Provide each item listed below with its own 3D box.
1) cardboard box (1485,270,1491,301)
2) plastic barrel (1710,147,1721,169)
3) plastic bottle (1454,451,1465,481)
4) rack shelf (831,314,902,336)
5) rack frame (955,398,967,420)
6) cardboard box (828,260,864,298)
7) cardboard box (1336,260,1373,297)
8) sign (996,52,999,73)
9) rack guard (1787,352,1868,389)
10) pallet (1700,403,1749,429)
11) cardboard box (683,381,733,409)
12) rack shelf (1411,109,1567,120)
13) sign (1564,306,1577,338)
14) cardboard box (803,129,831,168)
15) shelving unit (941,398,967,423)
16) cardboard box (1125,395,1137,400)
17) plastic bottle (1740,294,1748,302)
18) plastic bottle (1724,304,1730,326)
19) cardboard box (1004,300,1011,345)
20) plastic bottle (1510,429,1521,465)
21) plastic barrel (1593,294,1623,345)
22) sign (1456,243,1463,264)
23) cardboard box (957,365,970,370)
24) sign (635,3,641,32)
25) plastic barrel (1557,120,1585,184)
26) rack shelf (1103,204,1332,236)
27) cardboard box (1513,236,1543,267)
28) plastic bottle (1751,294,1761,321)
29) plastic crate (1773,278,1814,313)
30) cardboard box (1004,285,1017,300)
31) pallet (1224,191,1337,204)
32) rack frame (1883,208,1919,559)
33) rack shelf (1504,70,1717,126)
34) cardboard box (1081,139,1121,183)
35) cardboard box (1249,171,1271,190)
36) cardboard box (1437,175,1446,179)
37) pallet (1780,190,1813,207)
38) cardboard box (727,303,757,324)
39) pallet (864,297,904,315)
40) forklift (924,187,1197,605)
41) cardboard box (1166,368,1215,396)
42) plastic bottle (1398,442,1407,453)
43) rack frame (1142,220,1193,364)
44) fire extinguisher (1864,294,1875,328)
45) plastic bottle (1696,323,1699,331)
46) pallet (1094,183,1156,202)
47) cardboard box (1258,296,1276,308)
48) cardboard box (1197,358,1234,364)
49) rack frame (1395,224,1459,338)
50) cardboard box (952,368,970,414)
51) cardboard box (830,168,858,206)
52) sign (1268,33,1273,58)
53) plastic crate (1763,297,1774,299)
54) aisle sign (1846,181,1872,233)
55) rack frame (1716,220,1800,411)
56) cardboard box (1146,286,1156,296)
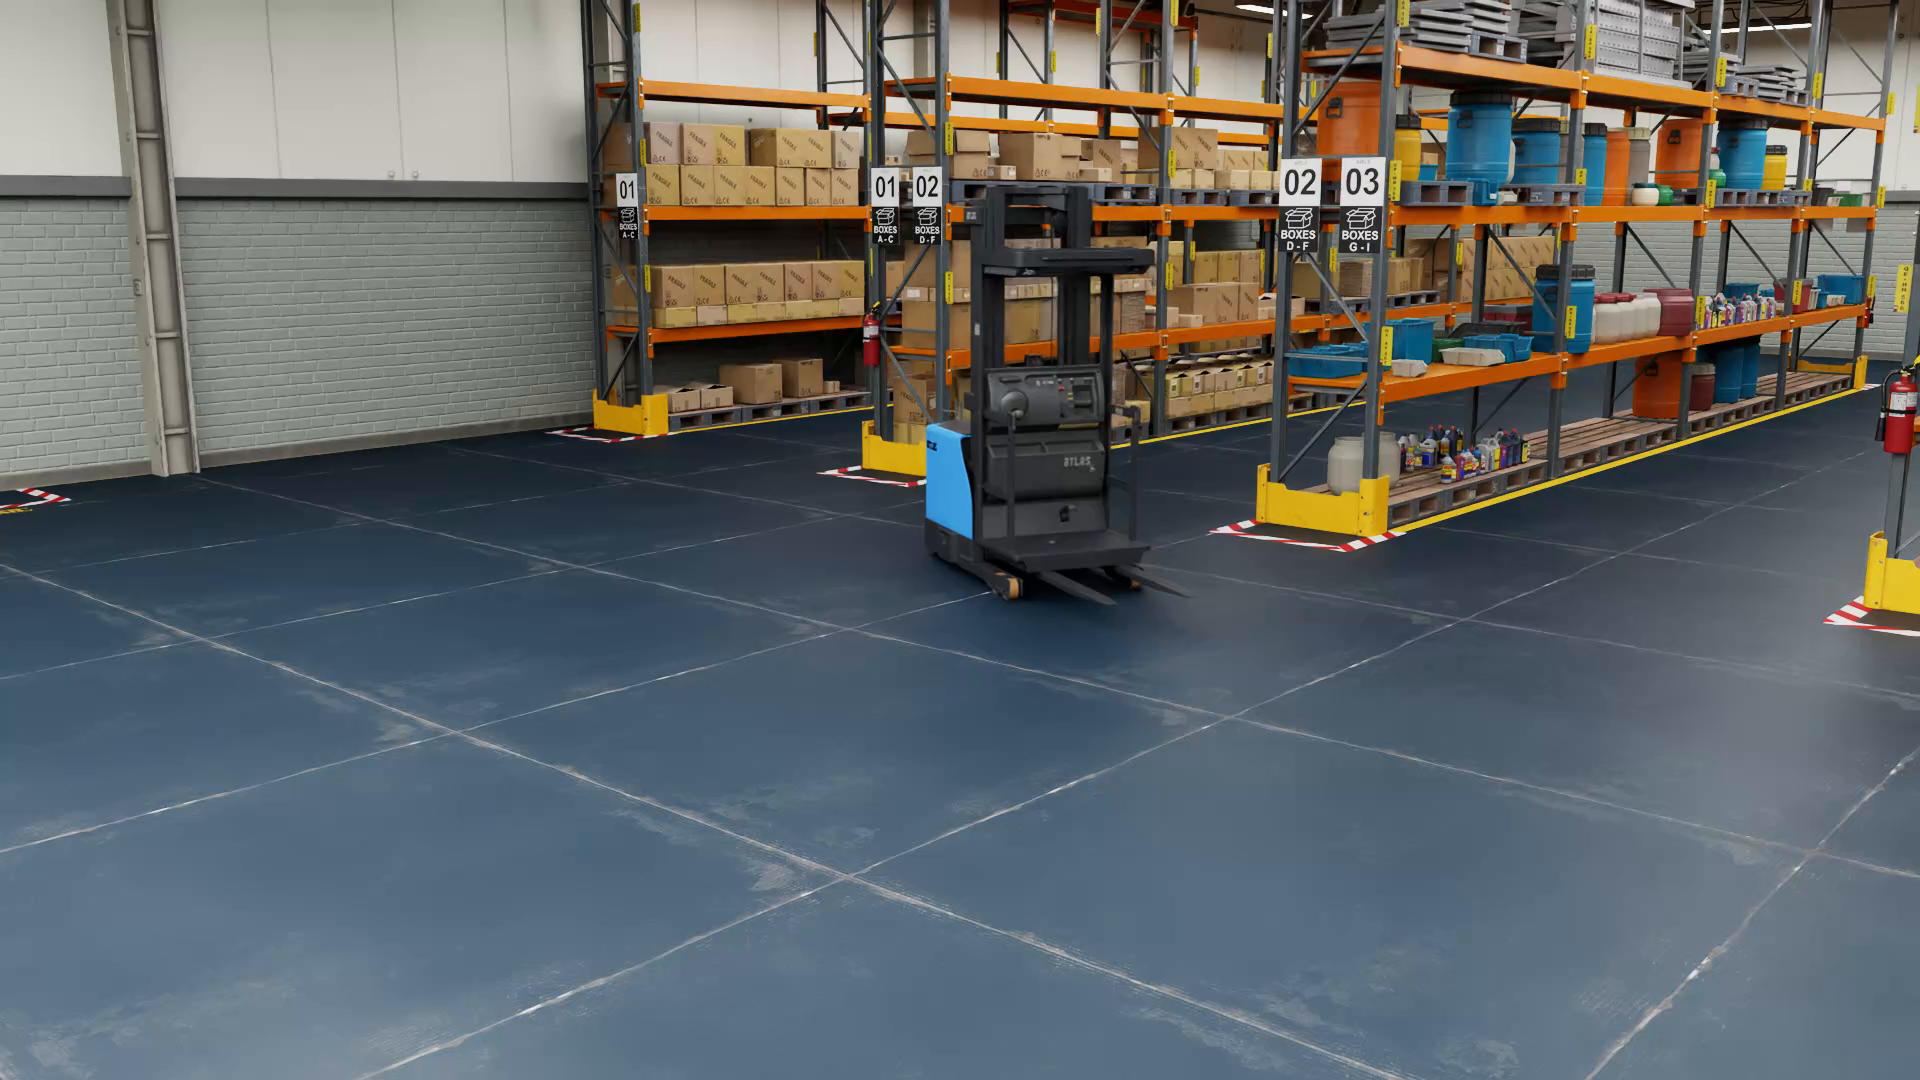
[{"bbox_3d":[8.275,-4.147,27.061,0.500,0.500,0.500,10,15,41],"label":"cardboard box"},{"bbox_3d":[9.533,-4.777,21.392,0.433,0.535,0.433,0,11,0],"label":"plastic barrel"},{"bbox_3d":[4.789,-0.717,15.955,0.061,0.283,0.133,10,15,41],"label":"plastic bottle"},{"bbox_3d":[-0.286,-3.387,25.347,1.077,0.370,4.000,10,15,40],"label":"rack shelf"},{"bbox_3d":[0.051,-0.600,14.150,0.240,1.200,0.006,10,15,40],"label":"rack frame"},{"bbox_3d":[-1.686,-3.640,23.194,0.500,0.500,0.500,10,15,40],"label":"cardboard box"},{"bbox_3d":[5.836,-3.866,24.582,0.500,0.500,0.700,-9,14,-37],"label":"cardboard box"},{"bbox_3d":[0.615,-7.583,26.412,0.100,0.325,0.005,10,15,40],"label":"sign"},{"bbox_3d":[13.763,-2.710,26.501,1.175,0.500,0.348,10,15,40],"label":"rack guard"},{"bbox_3d":[9.770,-1.686,22.112,1.003,0.211,1.213,10,15,40],"label":"pallet"},{"bbox_3d":[-3.346,-1.928,21.948,0.500,0.311,0.500,-11,15,-43],"label":"cardboard box"},{"bbox_3d":[8.718,-6.864,27.449,1.077,0.370,4.000,10,15,40],"label":"rack shelf"},{"bbox_3d":[6.241,-2.228,16.999,0.100,0.325,0.005,10,15,40],"label":"sign"},{"bbox_3d":[-2.089,-5.274,22.442,0.500,0.500,0.500,11,16,43],"label":"cardboard box"},{"bbox_3d":[-0.010,-0.586,14.083,0.258,1.200,0.189,10,15,40],"label":"shelving unit"},{"bbox_3d":[2.173,-1.762,21.321,0.500,0.250,0.500,10,15,40],"label":"cardboard box"},{"bbox_3d":[10.525,-3.131,22.356,0.144,0.351,0.185,10,15,40],"label":"plastic bottle"},{"bbox_3d":[9.801,-2.882,21.279,0.061,0.283,0.133,10,15,40],"label":"plastic bottle"},{"bbox_3d":[0.137,-2.411,18.369,0.700,0.500,0.500,10,15,42],"label":"cardboard box"},{"bbox_3d":[5.627,-0.949,16.946,0.144,0.351,0.185,9,15,39],"label":"plastic bottle"},{"bbox_3d":[7.116,-2.452,18.480,0.433,0.535,0.433,0,11,0],"label":"plastic barrel"},{"bbox_3d":[7.817,-4.479,26.022,0.100,0.325,0.005,10,15,40],"label":"sign"},{"bbox_3d":[-0.136,-2.774,25.699,0.700,0.500,0.500,10,15,40],"label":"cardboard box"},{"bbox_3d":[-3.839,-6.226,19.819,0.100,0.325,0.005,10,15,40],"label":"sign"},{"bbox_3d":[6.440,-4.080,18.044,0.600,0.901,0.600,0,11,0],"label":"plastic barrel"},{"bbox_3d":[3.437,-4.218,21.849,1.077,0.370,4.000,10,15,40],"label":"rack shelf"},{"bbox_3d":[9.618,-4.935,28.453,0.500,0.500,0.500,10,15,42],"label":"cardboard box"},{"bbox_3d":[10.633,-3.113,22.263,0.144,0.351,0.185,10,15,40],"label":"plastic bottle"},{"bbox_3d":[11.894,-3.501,23.766,0.402,0.464,0.583,10,15,40],"label":"plastic crate"},{"bbox_3d":[0.404,-2.727,18.293,0.380,0.149,0.250,9,15,39],"label":"cardboard box"},{"bbox_3d":[4.377,-4.661,22.713,1.213,0.211,1.003,11,16,43],"label":"pallet"},{"bbox_3d":[6.915,-0.936,11.238,1.000,3.000,0.127,10,15,40],"label":"rack frame"},{"bbox_3d":[7.156,-4.852,18.386,1.077,0.370,4.000,10,15,40],"label":"rack shelf"},{"bbox_3d":[1.586,-4.560,20.041,0.500,0.500,0.500,-11,15,-43],"label":"cardboard box"},{"bbox_3d":[3.782,-4.761,22.043,0.500,0.250,0.500,9,15,39],"label":"cardboard box"},{"bbox_3d":[7.906,-5.665,26.362,0.500,0.250,0.500,10,15,40],"label":"cardboard box"},{"bbox_3d":[10.672,-4.592,22.367,1.213,0.211,1.003,10,15,40],"label":"pallet"},{"bbox_3d":[-3.013,-2.976,21.787,0.500,0.250,0.500,9,15,39],"label":"cardboard box"},{"bbox_3d":[-0.993,-3.445,24.291,1.003,0.211,1.213,10,15,40],"label":"pallet"},{"bbox_3d":[0.724,-1.094,12.205,1.130,2.935,3.031,-4,12,-21],"label":"forklift"},{"bbox_3d":[2.911,-2.040,21.281,0.500,0.311,0.500,10,15,40],"label":"cardboard box"},{"bbox_3d":[4.357,-0.837,16.574,0.152,0.276,0.135,9,15,39],"label":"plastic bottle"},{"bbox_3d":[3.674,-4.622,29.696,1.000,3.000,0.127,10,15,40],"label":"rack frame"},{"bbox_3d":[14.198,-3.673,26.091,0.296,0.674,0.183,10,15,40],"label":"fire extinguisher"},{"bbox_3d":[9.004,-2.714,20.458,0.152,0.276,0.135,10,15,40],"label":"plastic bottle"},{"bbox_3d":[1.573,-4.104,19.669,1.003,0.211,1.213,10,15,40],"label":"pallet"},{"bbox_3d":[4.022,-3.244,23.021,0.500,0.311,0.500,10,15,40],"label":"cardboard box"},{"bbox_3d":[3.512,-2.334,22.757,0.500,0.311,0.500,9,15,39],"label":"cardboard box"},{"bbox_3d":[7.398,-3.983,26.492,1.000,3.000,0.127,10,15,40],"label":"rack frame"},{"bbox_3d":[0.256,-1.709,19.141,0.500,0.500,0.500,10,15,40],"label":"cardboard box"},{"bbox_3d":[-1.756,-4.869,22.964,0.500,0.500,0.500,10,15,42],"label":"cardboard box"},{"bbox_3d":[4.343,-6.902,23.203,0.100,0.325,0.005,10,15,40],"label":"sign"},{"bbox_3d":[12.040,-3.537,24.780,0.293,0.136,0.466,10,15,40],"label":"plastic crate"},{"bbox_3d":[14.024,-5.178,25.838,0.394,0.787,0.004,10,15,40],"label":"aisle sign"},{"bbox_3d":[11.116,-3.342,23.283,1.000,3.000,0.127,10,15,40],"label":"rack frame"},{"bbox_3d":[3.180,-4.304,28.691,0.380,0.149,0.250,10,15,40],"label":"cardboard box"}]
